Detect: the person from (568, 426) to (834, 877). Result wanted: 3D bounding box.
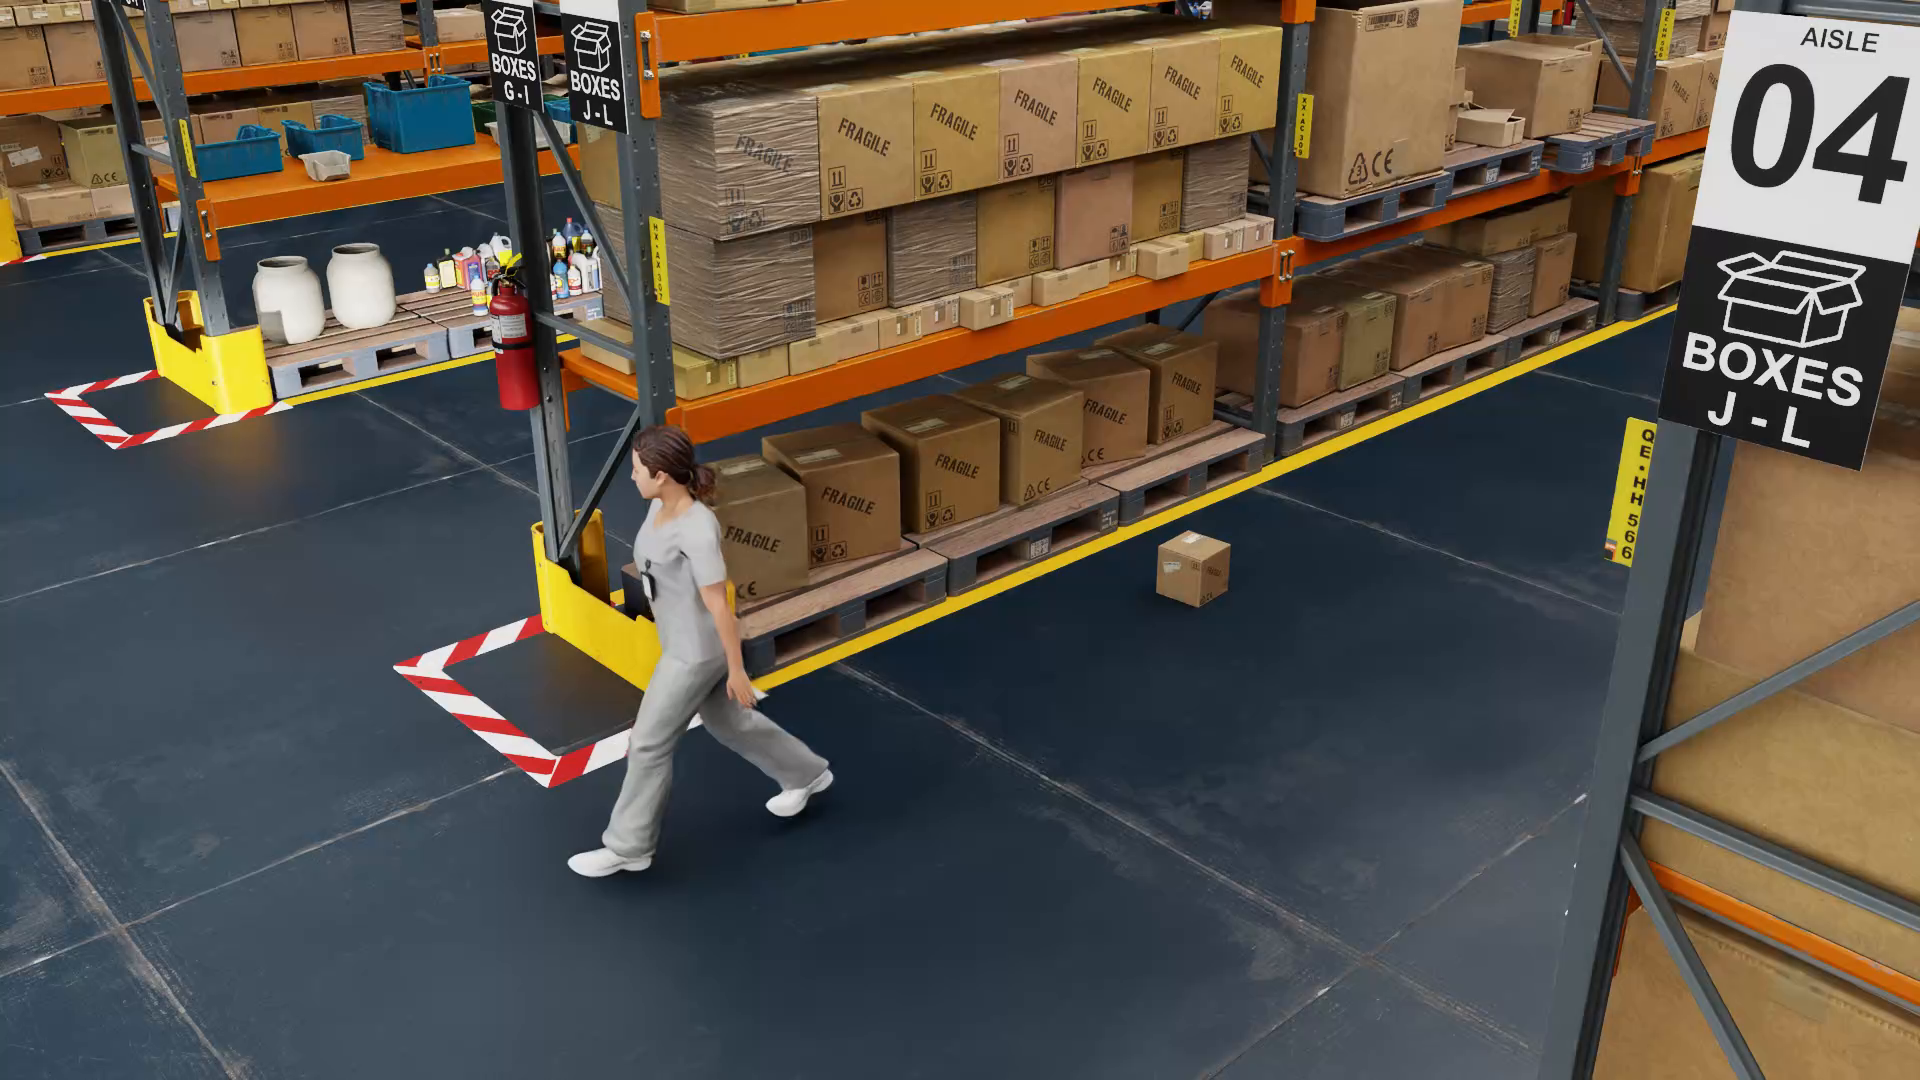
[{"bbox_3d":[-0.934,0.372,5.811,1.028,1.620,0.545,-9,26,-19],"label":"person"}]
